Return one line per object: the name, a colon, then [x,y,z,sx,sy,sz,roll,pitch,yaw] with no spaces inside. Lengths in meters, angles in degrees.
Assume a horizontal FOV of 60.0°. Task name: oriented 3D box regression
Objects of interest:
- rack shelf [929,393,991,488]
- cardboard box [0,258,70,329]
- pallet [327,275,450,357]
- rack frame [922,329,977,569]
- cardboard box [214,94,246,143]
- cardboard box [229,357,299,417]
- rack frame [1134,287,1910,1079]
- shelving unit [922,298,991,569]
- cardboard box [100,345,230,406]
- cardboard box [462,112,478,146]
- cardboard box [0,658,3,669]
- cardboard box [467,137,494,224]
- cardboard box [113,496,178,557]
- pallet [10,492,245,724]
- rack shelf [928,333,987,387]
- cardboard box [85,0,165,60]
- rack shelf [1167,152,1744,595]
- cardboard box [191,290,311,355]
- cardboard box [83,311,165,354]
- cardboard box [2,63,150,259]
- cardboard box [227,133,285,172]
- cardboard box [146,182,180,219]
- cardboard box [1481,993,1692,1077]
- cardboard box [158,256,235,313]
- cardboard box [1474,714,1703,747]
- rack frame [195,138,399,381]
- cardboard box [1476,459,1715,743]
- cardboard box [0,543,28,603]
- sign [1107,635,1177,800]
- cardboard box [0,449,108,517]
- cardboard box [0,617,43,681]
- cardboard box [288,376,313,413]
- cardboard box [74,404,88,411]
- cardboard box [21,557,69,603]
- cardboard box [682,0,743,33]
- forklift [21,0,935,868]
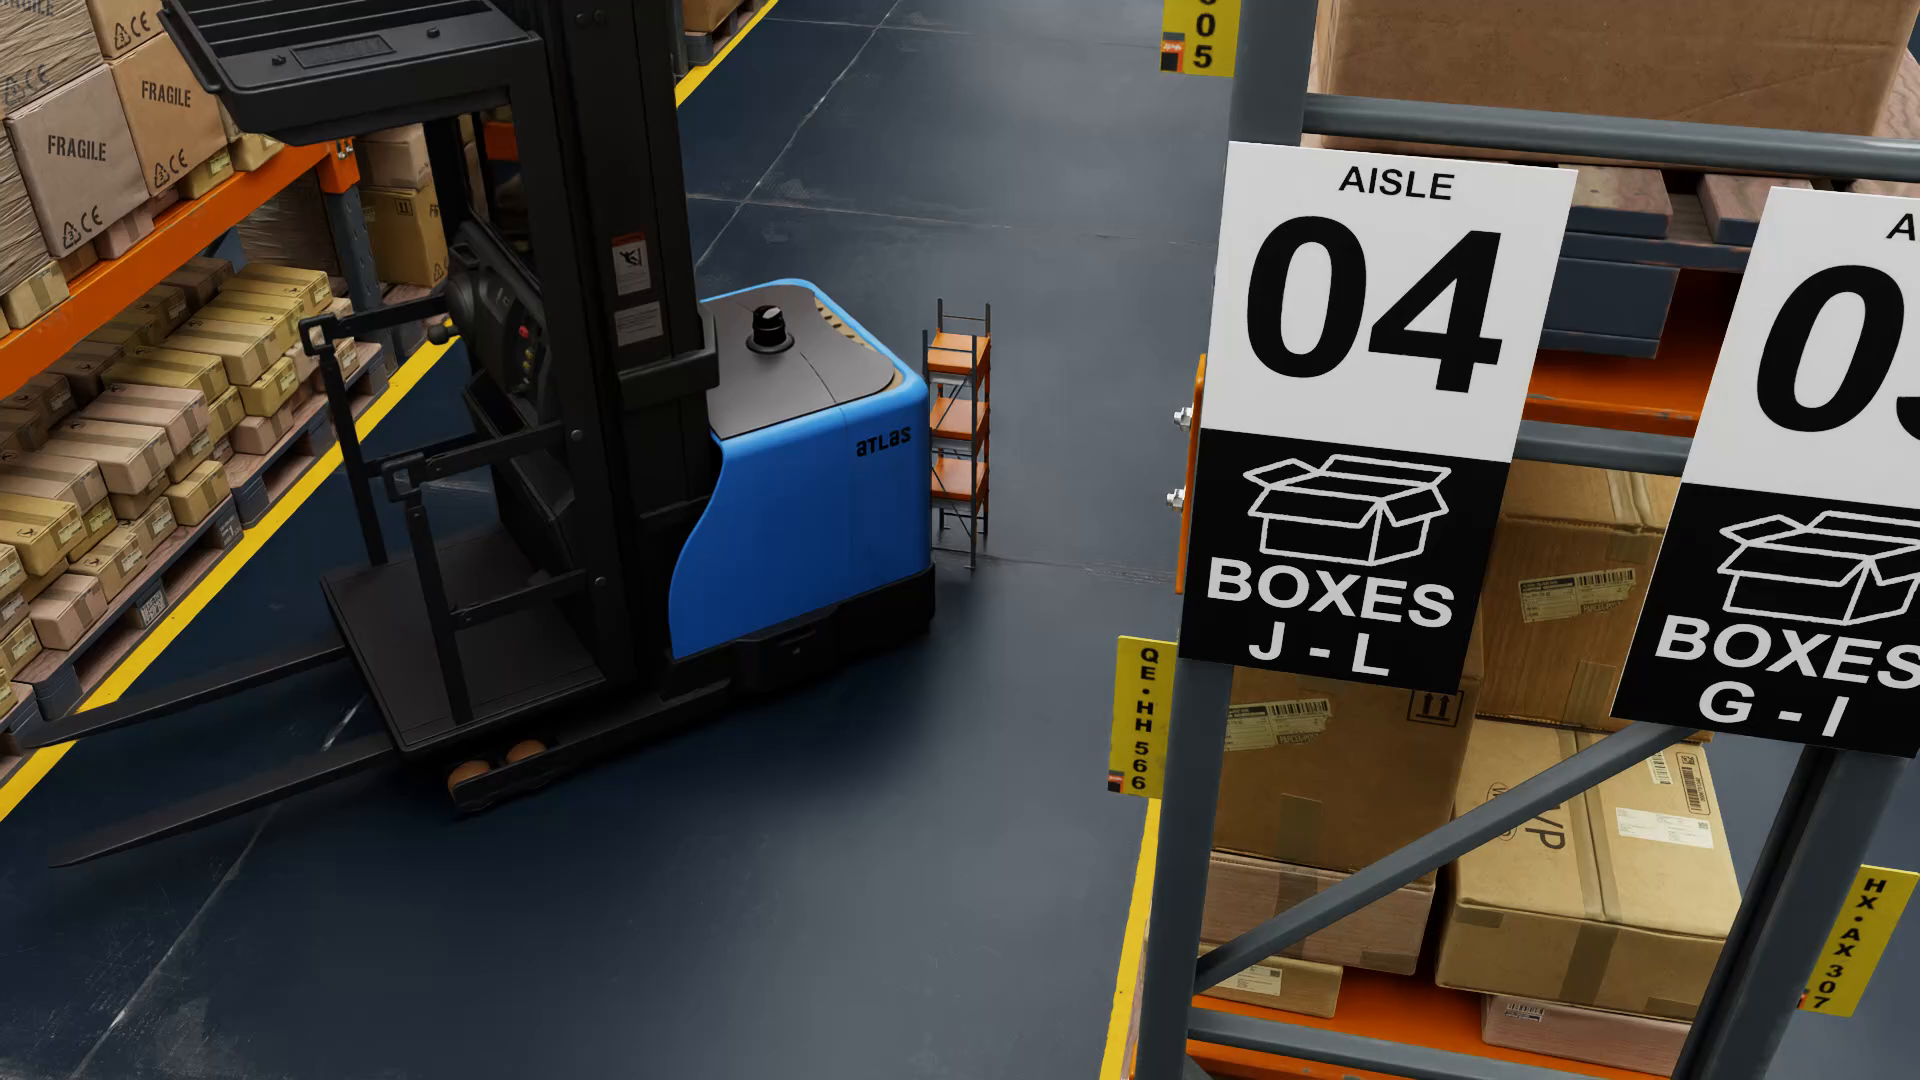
rack shelf: [-0.011,-0.386,6.406,0.215,0.259,0.240,7,37,10]
cardboard box: [-3.248,-0.848,5.578,0.380,0.149,0.250,8,37,11]
pallet: [-2.988,-1.366,8.454,1.003,0.211,1.213,7,37,10]
rack frame: [-0.037,-0.324,6.303,0.200,1.050,0.008,7,37,10]
cardboard box: [-2.980,-1.896,6.472,0.500,0.500,0.500,7,37,10]
cardboard box: [-2.995,-0.651,6.911,0.380,0.149,0.250,6,36,8]
rack frame: [0.817,0.925,2.918,1.000,3.000,0.127,7,37,10]
shelving unit: [-0.011,-0.394,6.400,0.215,1.050,0.252,7,37,10]
cardboard box: [-3.168,-0.634,6.633,0.380,0.149,0.250,8,37,11]
cardboard box: [-2.625,-2.206,8.371,0.500,0.250,0.500,8,37,11]
cardboard box: [-3.404,0.406,5.452,0.380,0.149,0.250,8,37,11]
cardboard box: [-2.624,-1.900,8.588,0.500,0.500,0.500,9,37,12]
cardboard box: [-3.246,-0.062,6.351,0.380,0.149,0.250,8,37,11]
pallet: [-3.520,0.172,6.333,1.003,0.211,1.213,7,37,10]
rack shelf: [-0.011,-0.671,6.199,0.184,0.087,0.229,7,37,10]
cardboard box: [-3.094,-2.014,5.781,0.500,0.500,0.500,6,36,8]
rack shelf: [1.244,-1.145,3.831,1.077,0.370,4.000,7,37,10]
cardboard box: [-2.990,-0.917,7.023,0.380,0.149,0.250,8,37,11]
cardboard box: [-3.551,-0.832,6.906,0.380,0.149,0.250,7,36,9]
cardboard box: [-3.199,-1.314,5.668,0.500,0.500,0.500,7,37,10]
cardboard box: [-2.933,-1.592,6.605,0.380,0.149,0.250,6,36,9]
cardboard box: [-3.171,-1.307,6.212,0.380,0.149,0.250,6,36,9]
cardboard box: [1.215,0.864,3.216,0.380,0.149,0.250,8,37,10]
cardboard box: [-3.428,-1.133,7.322,0.380,0.149,0.250,9,37,12]
cardboard box: [1.288,0.325,3.620,0.500,0.250,0.500,7,37,9]
rack frame: [-3.152,-2.048,7.020,1.000,3.000,0.127,7,37,10]
cardboard box: [1.290,0.033,3.383,0.500,0.500,0.500,6,36,9]
cardboard box: [-3.402,0.119,5.595,0.380,0.149,0.250,9,37,12]
sign: [0.290,0.284,2.614,0.100,0.325,0.005,7,37,10]
cardboard box: [-3.341,-0.182,6.010,0.380,0.149,0.250,7,37,10]
cardboard box: [-3.437,0.375,5.749,0.380,0.149,0.250,7,37,10]
cardboard box: [-3.041,-0.658,7.173,0.380,0.149,0.250,8,37,11]
cardboard box: [-3.586,-0.562,6.787,0.380,0.149,0.250,6,36,8]
cardboard box: [-3.423,0.081,5.900,0.380,0.149,0.250,9,37,12]
cardboard box: [-2.080,-3.938,11.187,1.050,0.750,0.750,7,36,9]
forklift: [-1.621,-0.645,5.143,3.031,2.935,1.130,-19,40,-25]
